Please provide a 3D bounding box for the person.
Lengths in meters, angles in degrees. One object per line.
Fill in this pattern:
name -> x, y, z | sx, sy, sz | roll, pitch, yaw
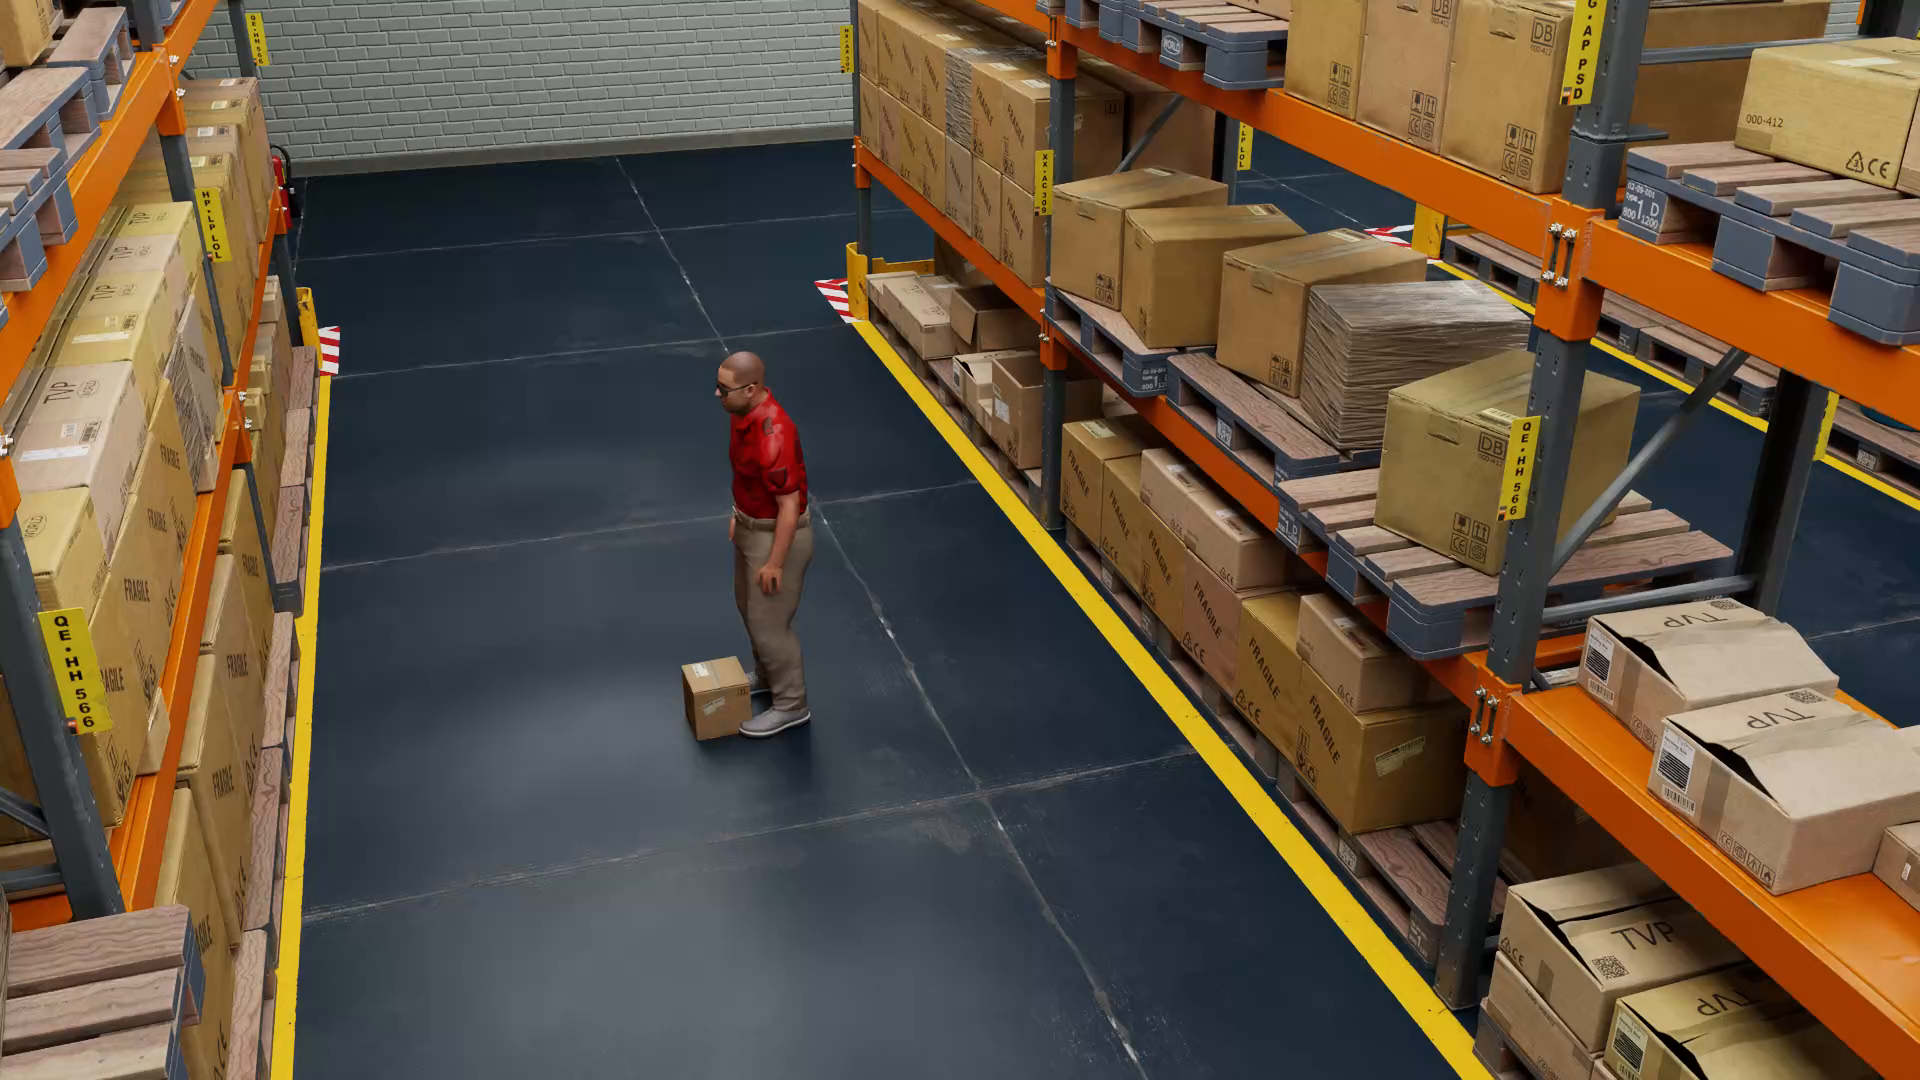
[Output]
person -> -0.843, 0.001, 7.125 | 0.375, 1.728, 0.604 | -9, 28, -18
